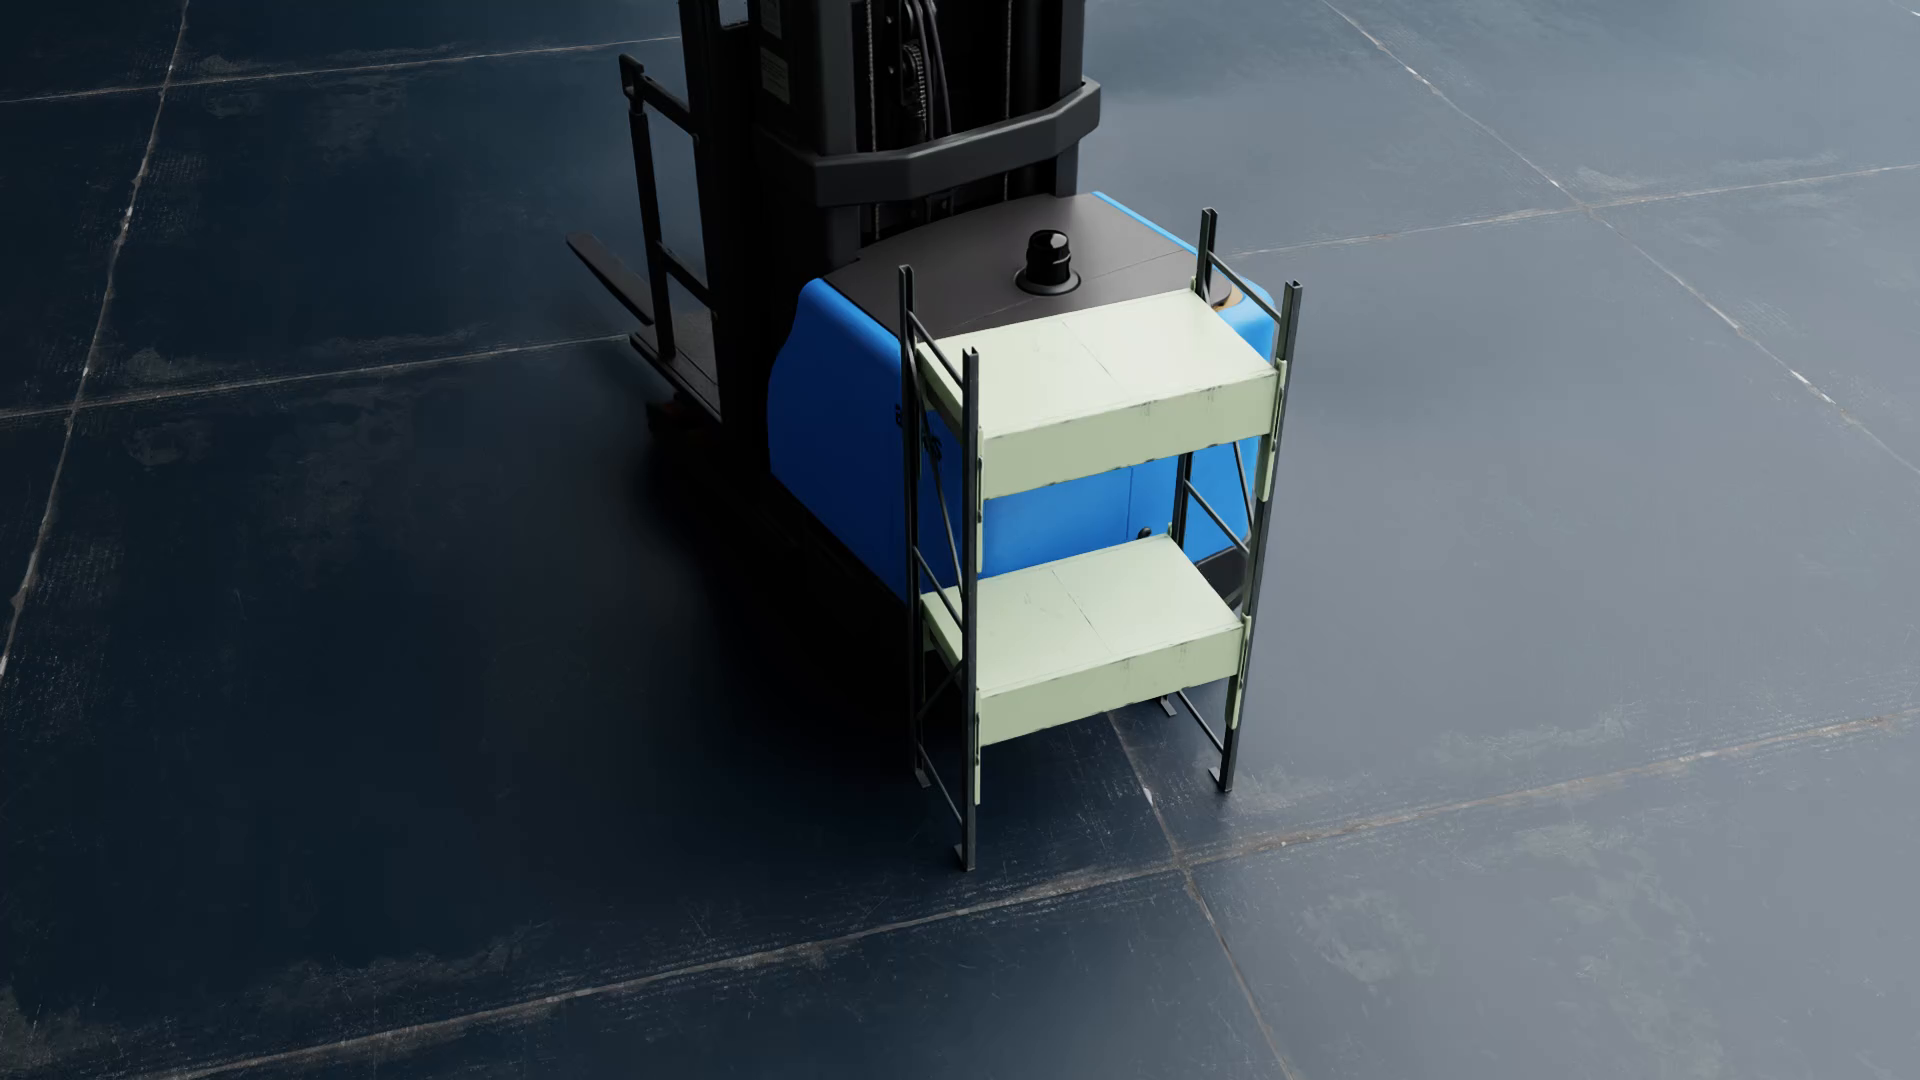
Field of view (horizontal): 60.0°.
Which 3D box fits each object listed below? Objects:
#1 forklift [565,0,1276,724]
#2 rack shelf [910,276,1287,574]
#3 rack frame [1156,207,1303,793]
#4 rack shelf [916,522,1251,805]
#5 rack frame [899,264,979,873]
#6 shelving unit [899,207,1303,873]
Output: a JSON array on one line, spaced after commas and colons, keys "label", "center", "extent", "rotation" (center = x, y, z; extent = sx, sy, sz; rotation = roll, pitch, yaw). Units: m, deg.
[{"label": "forklift", "center": [-0.400, -1.520, 4.825], "extent": [1.130, 2.935, 3.031], "rotation": [-22, 43, -26]}, {"label": "rack shelf", "center": [0.293, -0.271, 3.728], "extent": [0.720, 0.370, 0.431], "rotation": [-14, 40, -17]}, {"label": "rack frame", "center": [0.633, -0.044, 4.073], "extent": [0.023, 1.500, 0.400], "rotation": [-14, 40, -17]}, {"label": "rack shelf", "center": [0.293, 0.298, 4.163], "extent": [0.720, 0.370, 0.431], "rotation": [-14, 40, -17]}, {"label": "rack frame", "center": [-0.047, 0.122, 3.856], "extent": [0.023, 1.500, 0.400], "rotation": [-14, 40, -17]}, {"label": "shelving unit", "center": [0.293, 0.039, 3.965], "extent": [0.755, 1.500, 0.431], "rotation": [-14, 40, -17]}]
